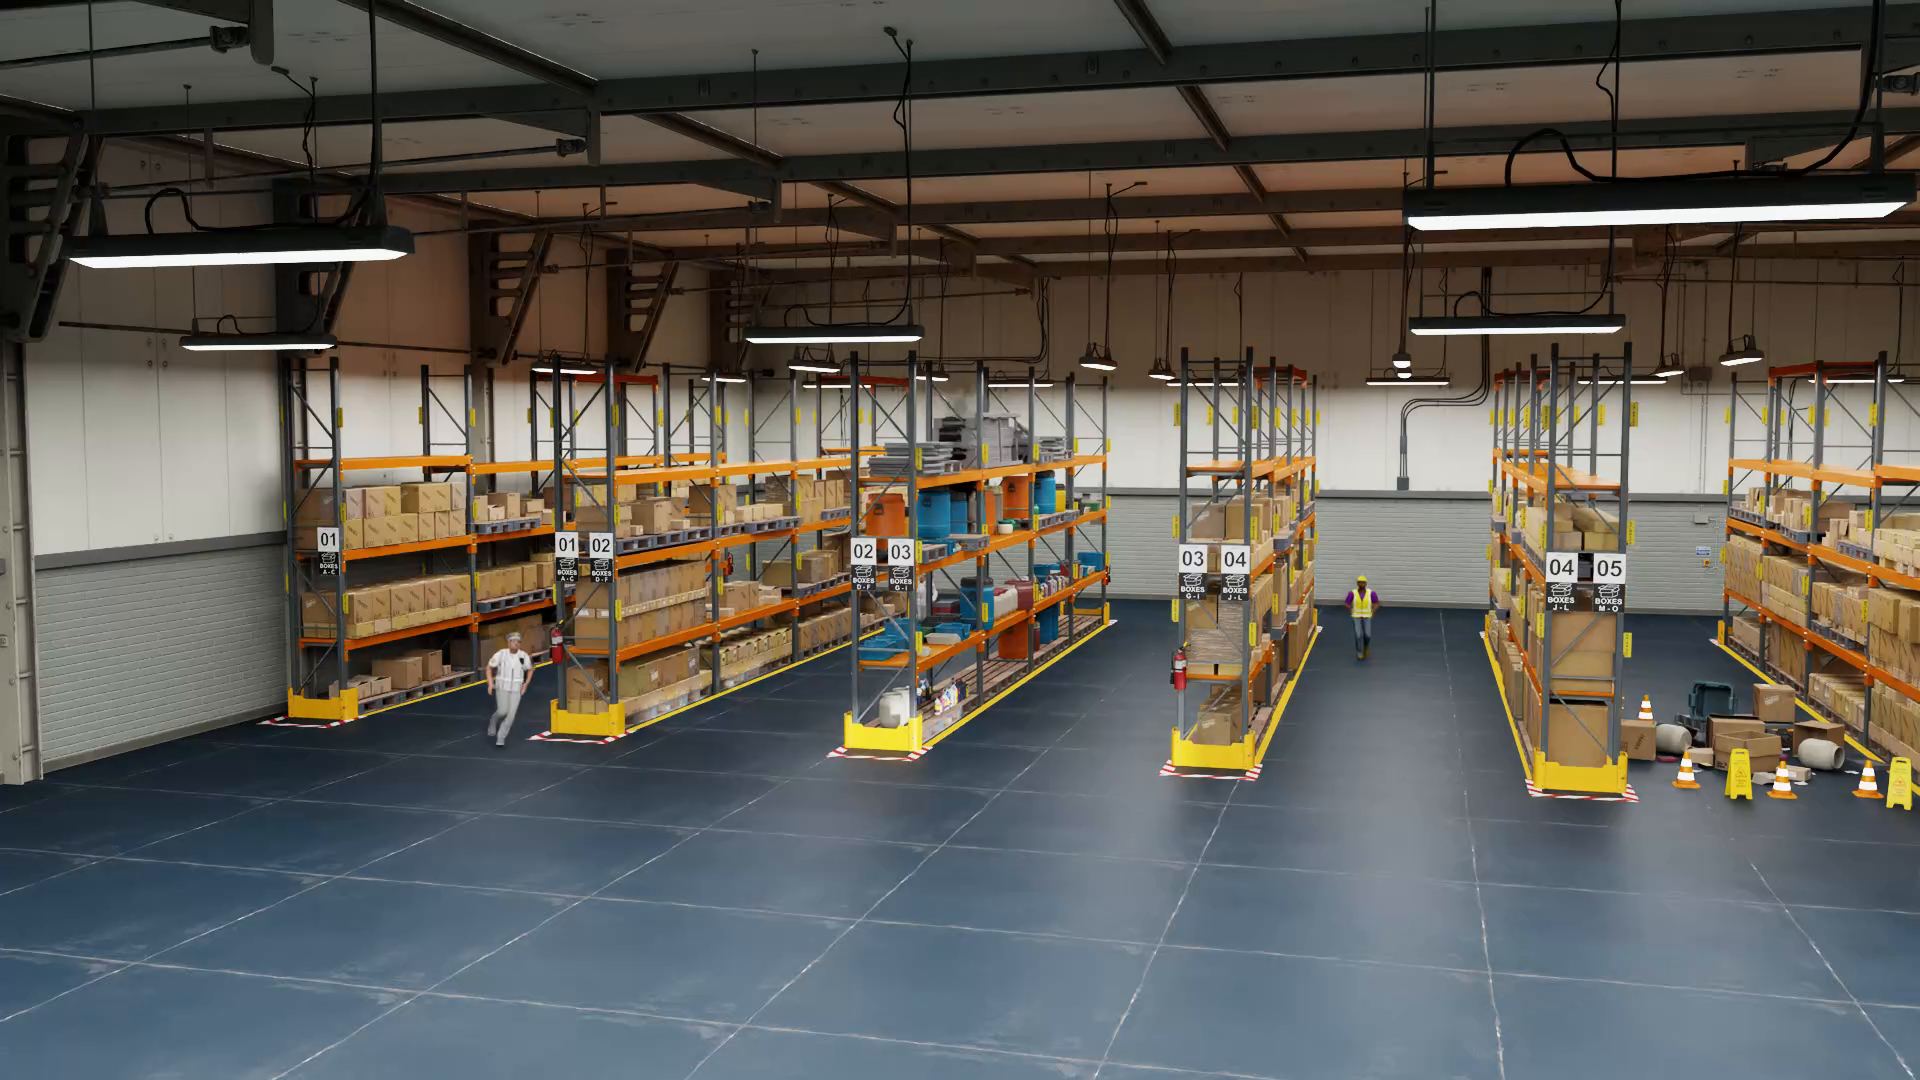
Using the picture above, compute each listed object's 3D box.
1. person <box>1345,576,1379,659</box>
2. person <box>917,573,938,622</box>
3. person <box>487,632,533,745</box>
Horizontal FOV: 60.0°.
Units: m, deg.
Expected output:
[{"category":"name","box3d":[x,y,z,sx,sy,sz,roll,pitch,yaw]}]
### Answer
[{"category":"person","box3d":[8.326,1.608,34.444,0.692,1.720,0.589,1,4,12]},{"category":"person","box3d":[-0.836,1.473,36.950,0.631,1.656,0.503,1,4,12]},{"category":"person","box3d":[-6.904,2.272,25.590,0.699,1.707,0.550,-2,5,-26]}]
